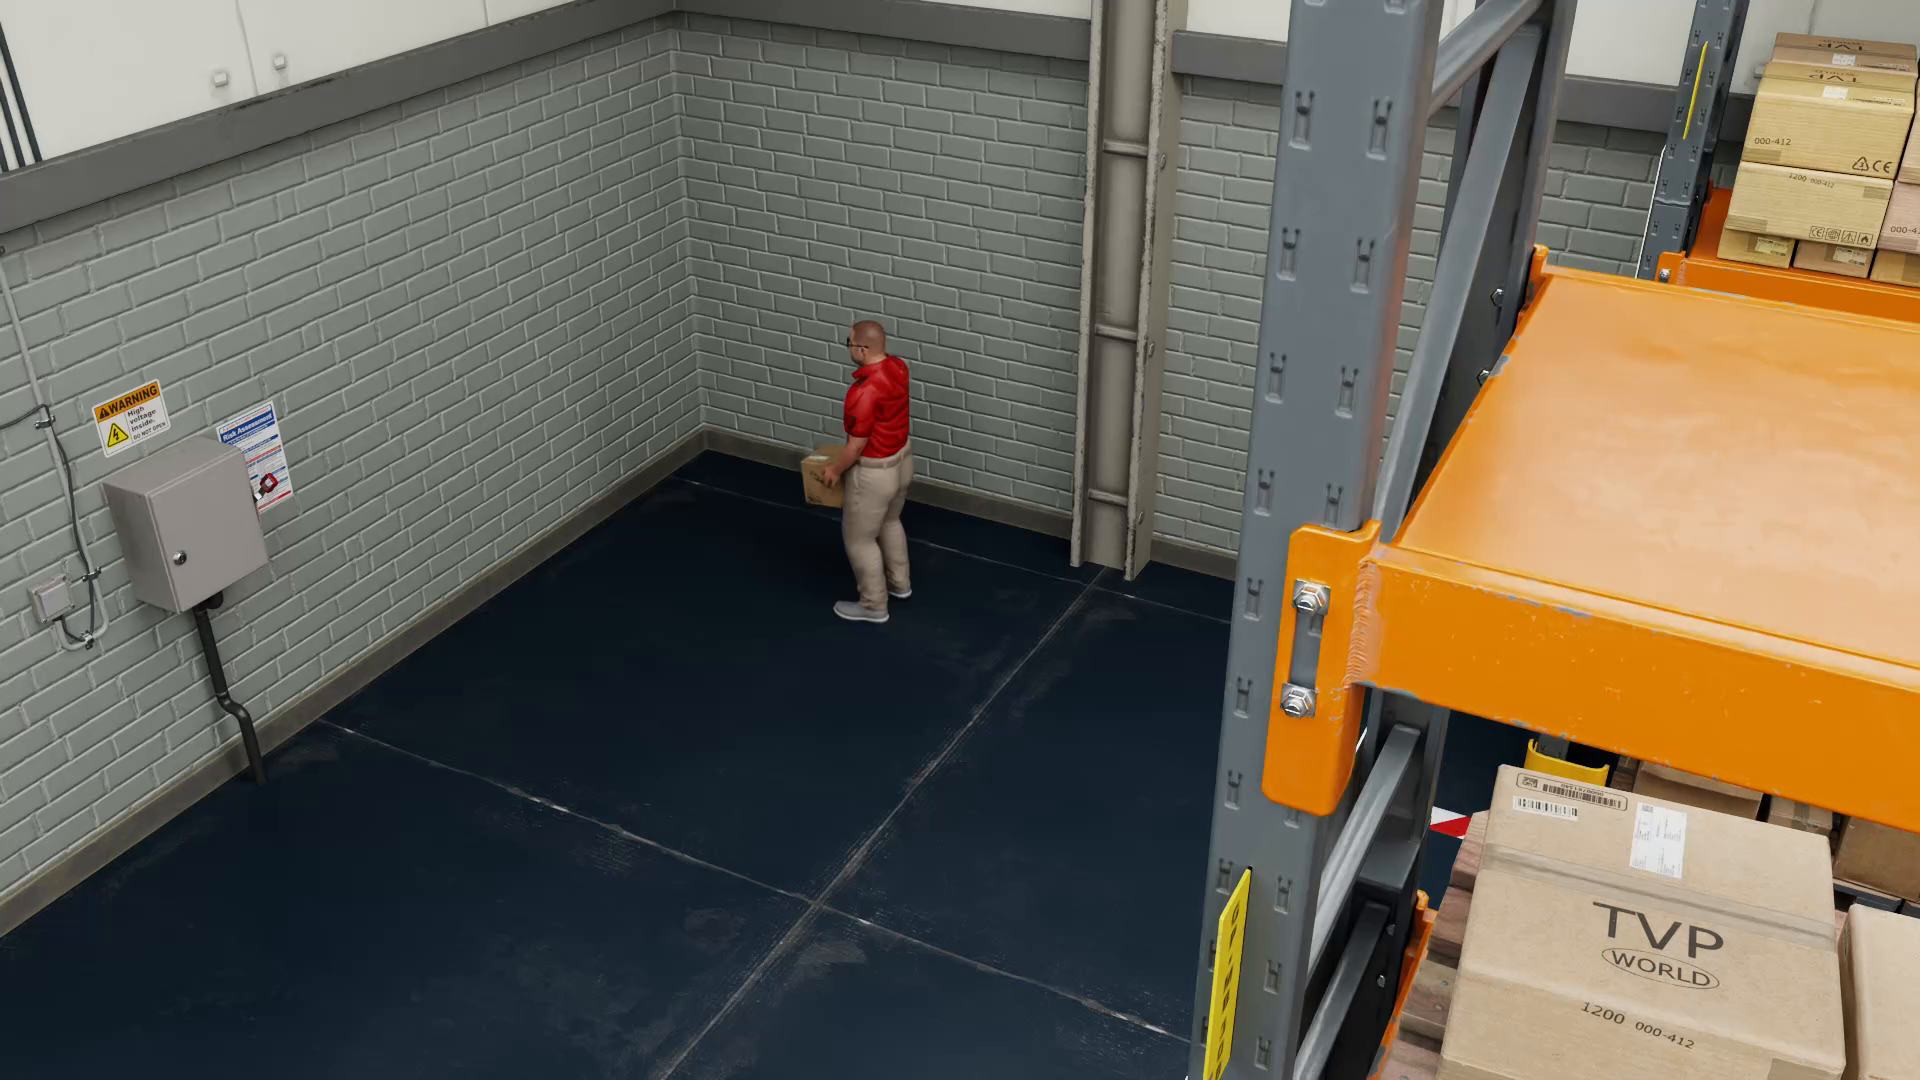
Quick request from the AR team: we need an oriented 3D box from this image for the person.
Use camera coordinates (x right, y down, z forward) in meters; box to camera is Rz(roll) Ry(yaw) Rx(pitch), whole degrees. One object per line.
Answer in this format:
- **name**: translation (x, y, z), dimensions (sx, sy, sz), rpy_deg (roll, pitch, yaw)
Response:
- **person**: translation (-0.489, -0.380, 8.961), dimensions (0.431, 1.733, 0.539), rpy_deg (14, 33, 22)
